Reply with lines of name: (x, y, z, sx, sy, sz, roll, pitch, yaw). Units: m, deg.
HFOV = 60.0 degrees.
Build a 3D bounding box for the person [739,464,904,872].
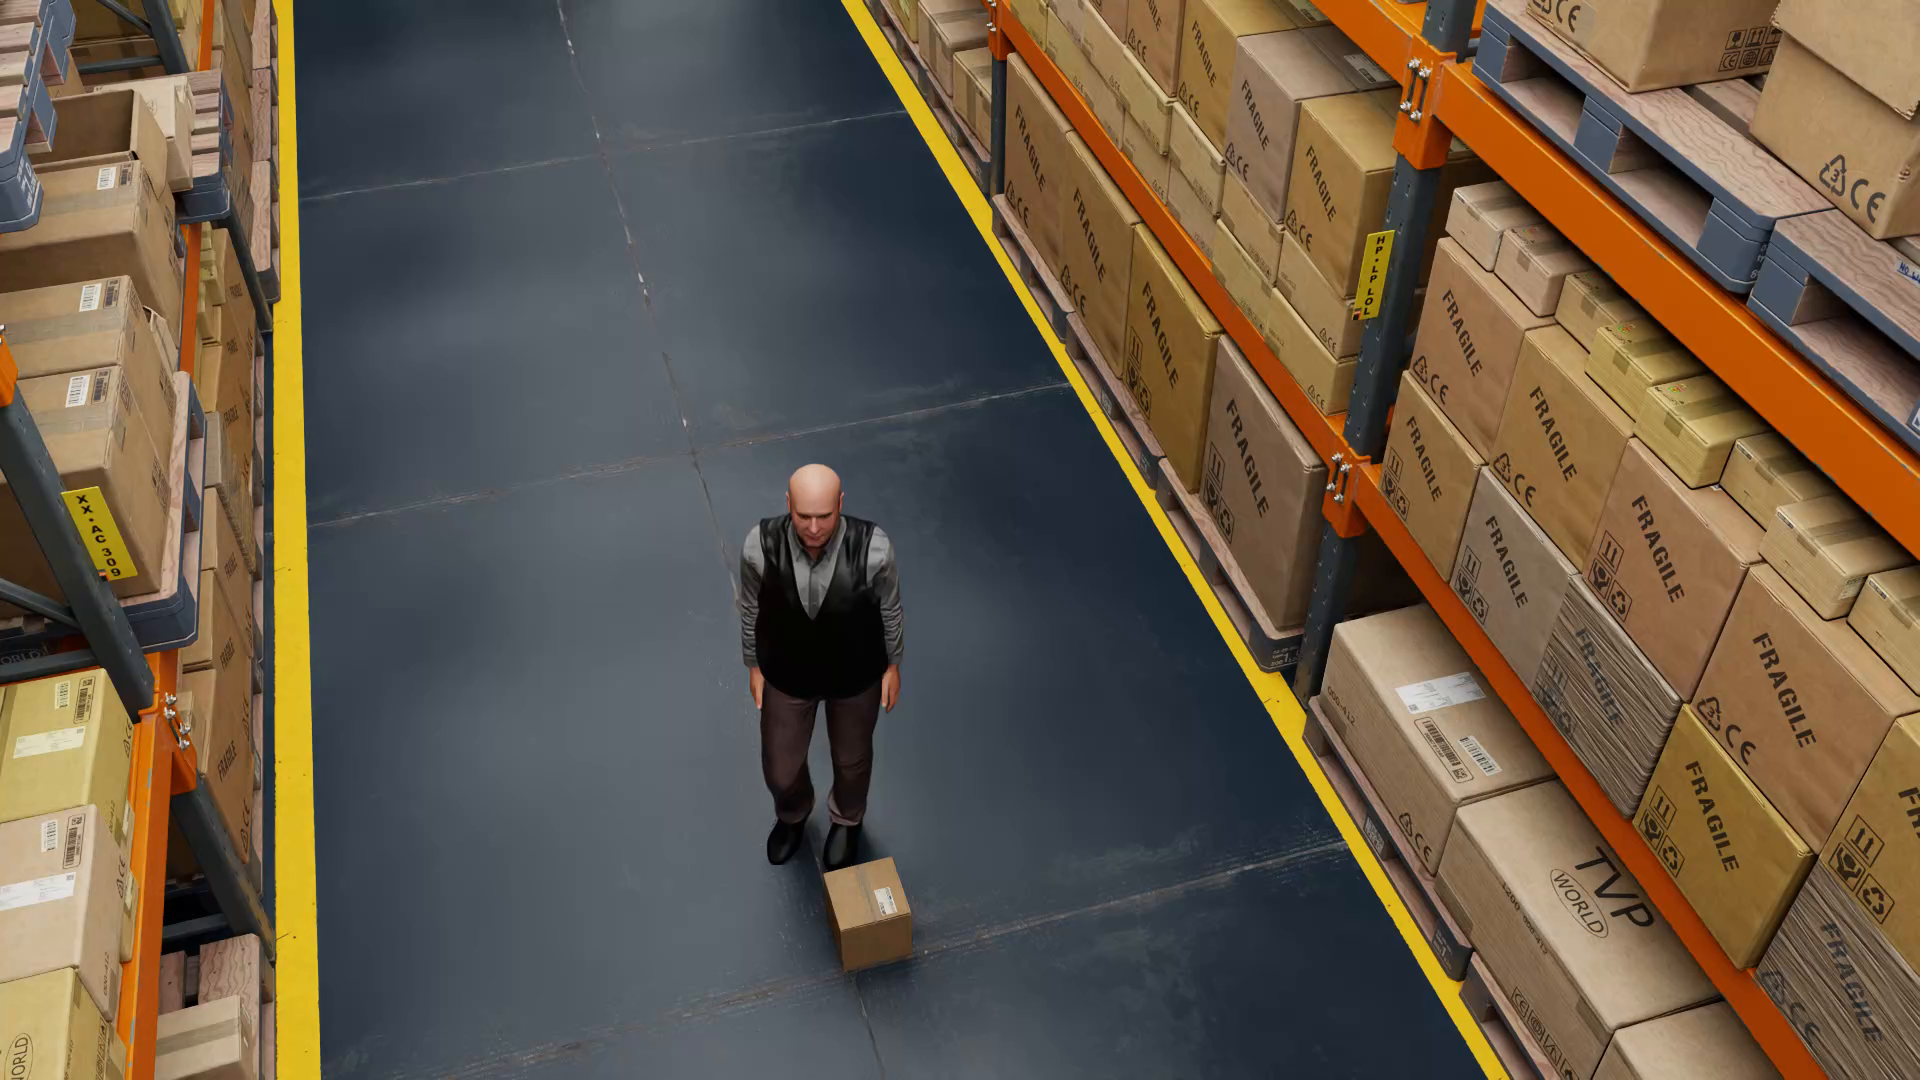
person: (-0.461, 0.479, 5.655, 0.545, 1.750, 0.394, 0, 42, 0)
